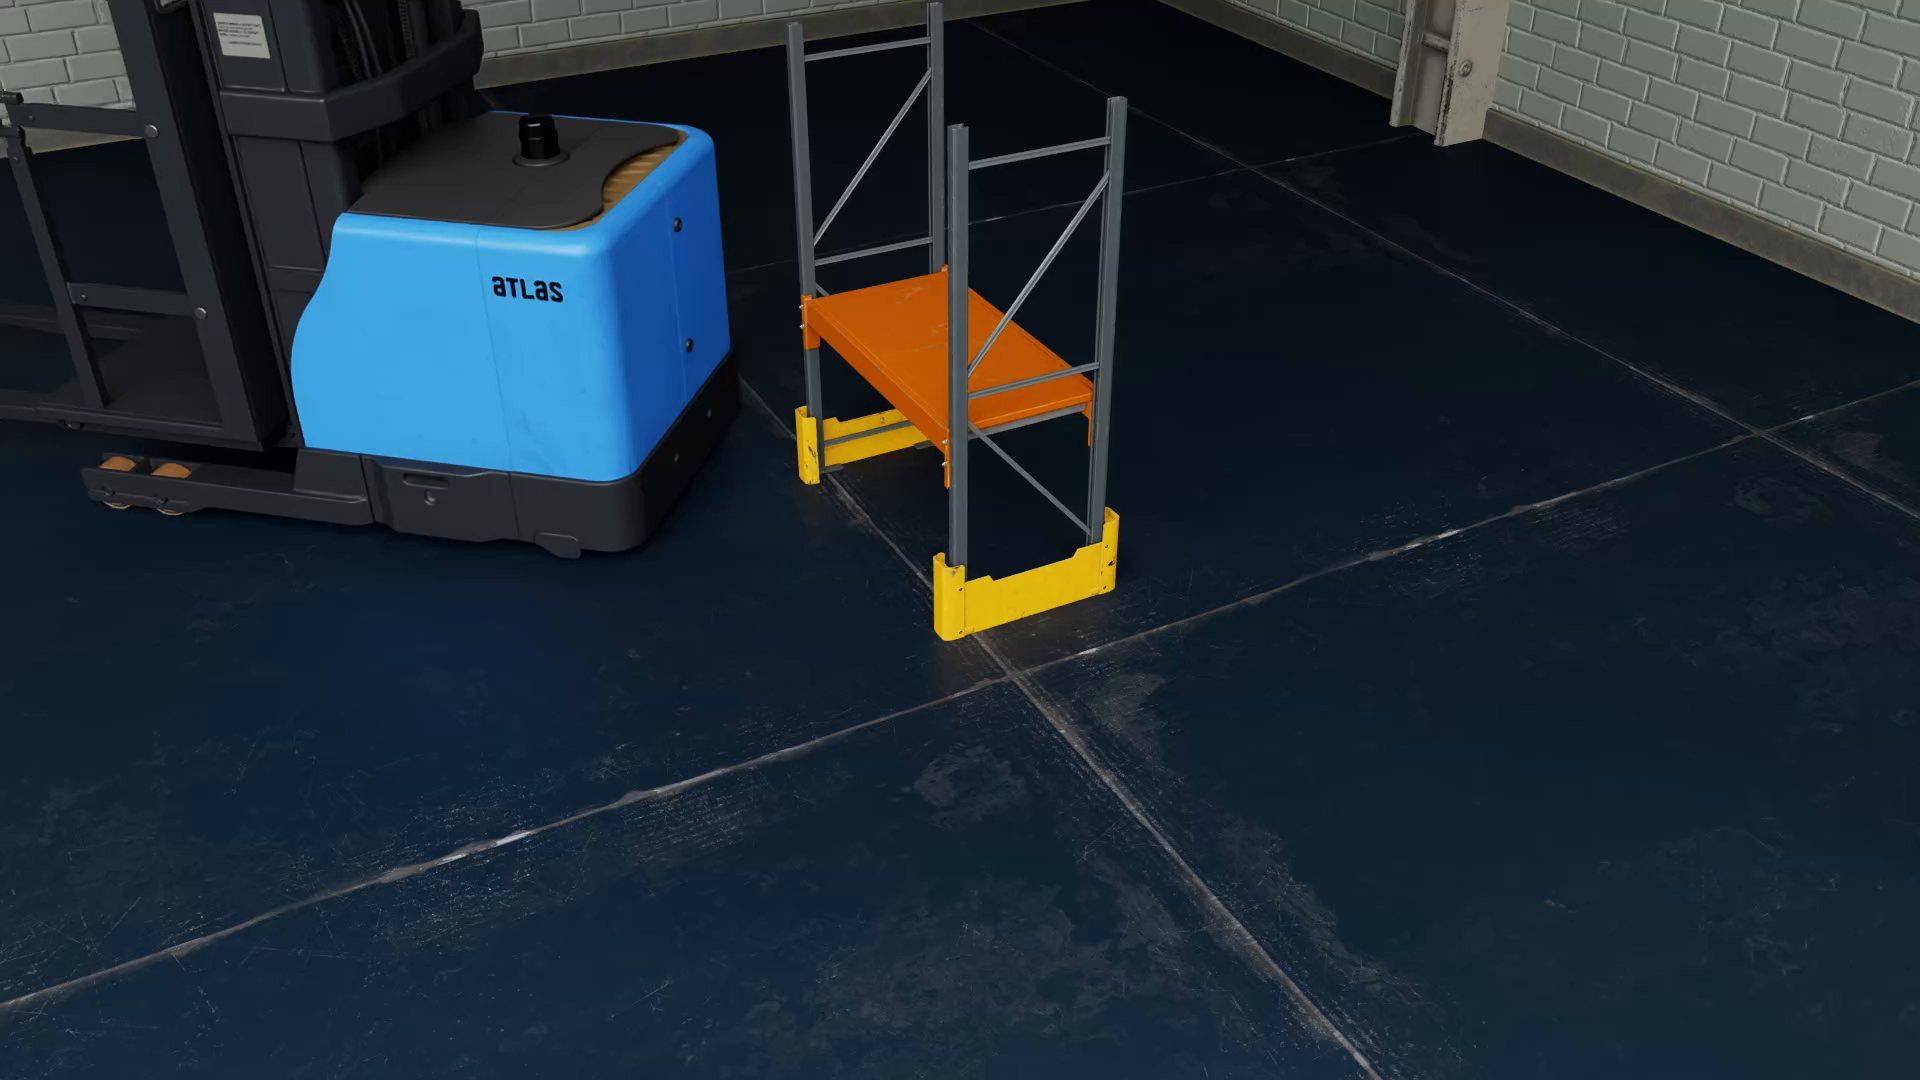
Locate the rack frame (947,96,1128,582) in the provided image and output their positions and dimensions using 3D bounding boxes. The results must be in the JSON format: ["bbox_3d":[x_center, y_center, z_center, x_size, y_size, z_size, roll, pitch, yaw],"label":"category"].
[{"bbox_3d":[0.197,-0.430,4.530,0.500,1.500,0.032,-16,36,-23],"label":"rack frame"}]

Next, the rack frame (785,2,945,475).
[{"bbox_3d":[-0.277,-0.915,5.288,0.500,1.500,0.032,-16,36,-23],"label":"rack frame"}]

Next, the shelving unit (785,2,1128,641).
[{"bbox_3d":[-0.036,-0.668,4.902,0.587,1.500,1.083,-16,36,-23],"label":"shelving unit"}]

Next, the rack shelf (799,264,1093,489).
[{"bbox_3d":[-0.040,-0.521,5.006,0.538,0.185,1.000,-16,36,-23],"label":"rack shelf"}]

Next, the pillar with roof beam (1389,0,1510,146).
[{"bbox_3d":[-1.360,-4.808,4.413,9.100,9.000,0.400,-16,36,-23],"label":"pillar with roof beam"}]

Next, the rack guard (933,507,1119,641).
[{"bbox_3d":[0.197,0.096,4.868,0.587,0.250,0.087,-16,36,-23],"label":"rack guard"}]

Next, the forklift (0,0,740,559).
[{"bbox_3d":[-2.344,-1.582,5.002,3.031,2.935,1.130,7,33,11],"label":"forklift"}]

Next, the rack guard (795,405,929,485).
[{"bbox_3d":[-0.268,-0.379,5.610,0.587,0.250,0.087,-16,36,-23],"label":"rack guard"}]
